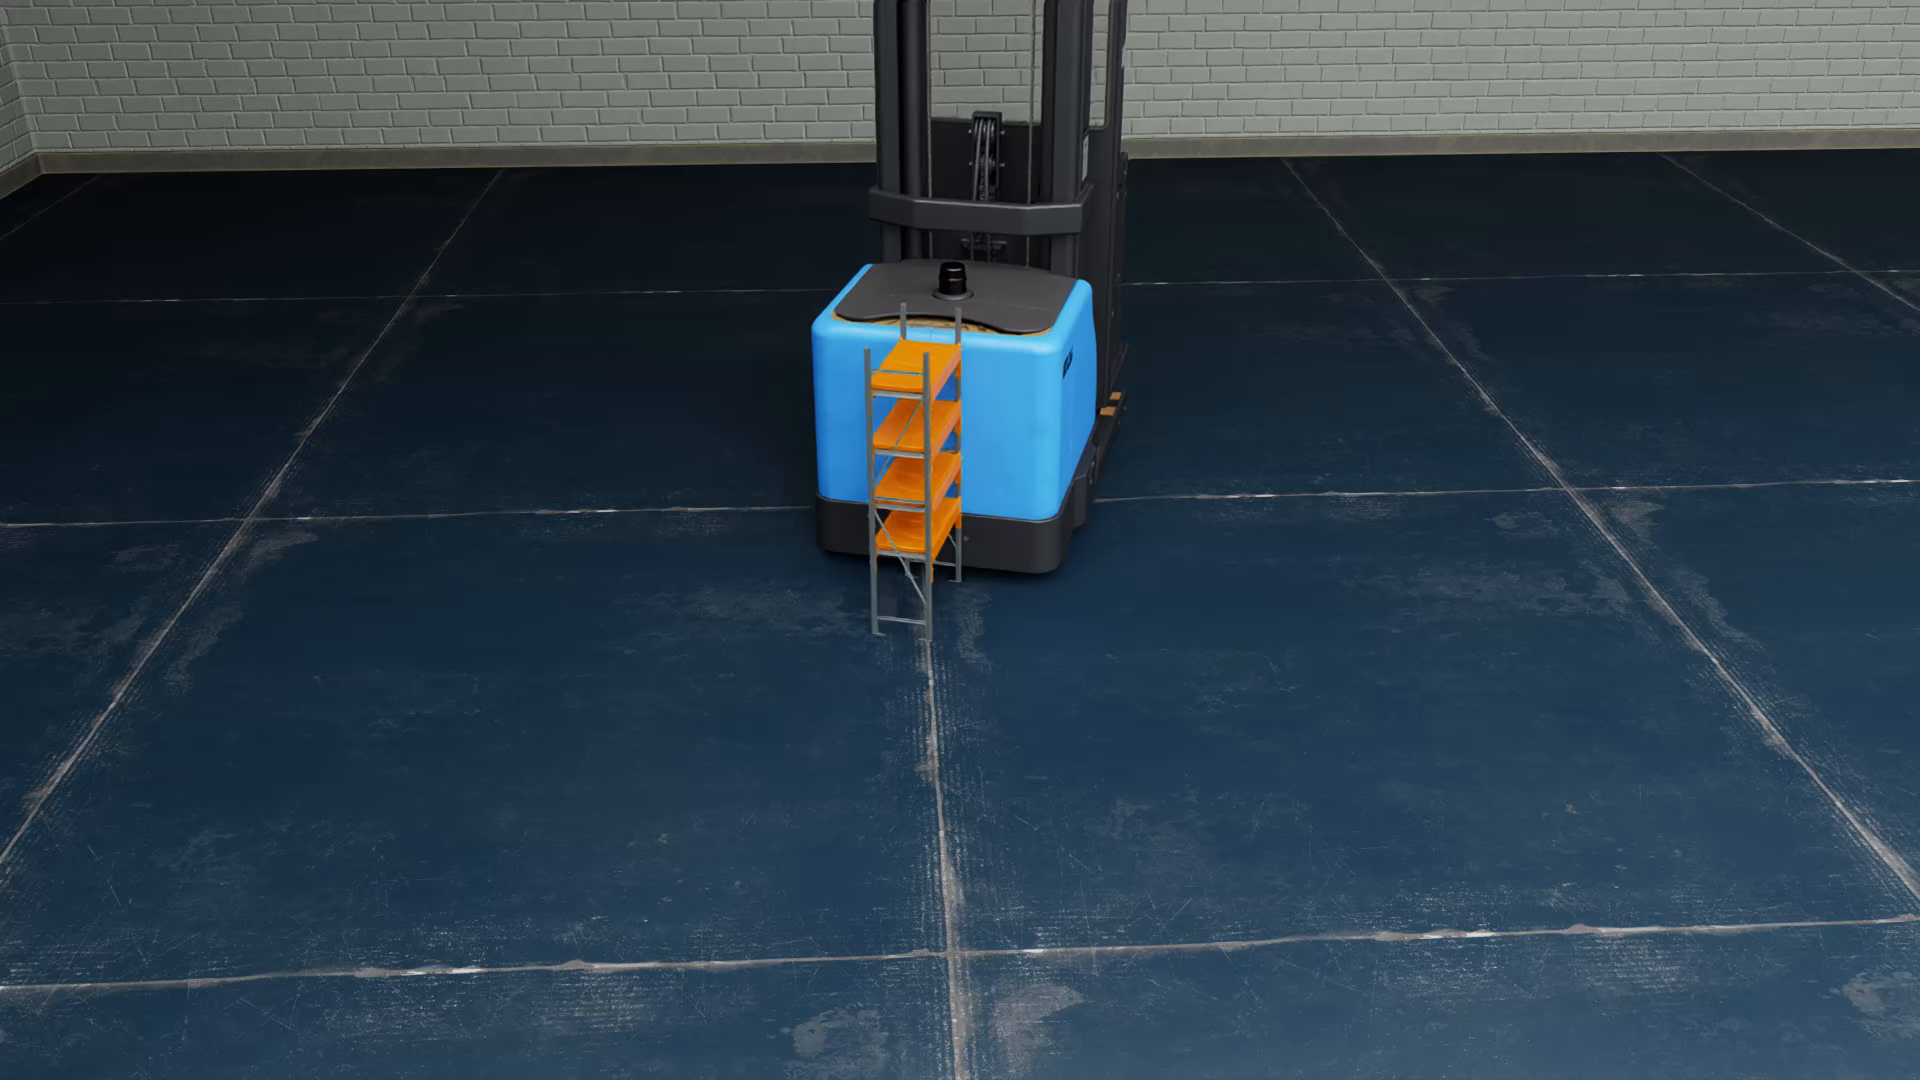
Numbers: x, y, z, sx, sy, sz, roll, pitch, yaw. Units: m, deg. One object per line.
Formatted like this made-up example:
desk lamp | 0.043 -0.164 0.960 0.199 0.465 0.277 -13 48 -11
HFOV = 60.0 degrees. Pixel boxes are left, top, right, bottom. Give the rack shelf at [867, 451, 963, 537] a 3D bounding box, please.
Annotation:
rack shelf | -0.170 -0.196 6.475 0.258 0.148 0.480 6 28 12

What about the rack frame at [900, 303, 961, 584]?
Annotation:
rack frame | -0.113 -0.366 6.654 0.240 1.200 0.015 6 28 12

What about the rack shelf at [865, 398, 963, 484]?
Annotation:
rack shelf | -0.170 -0.395 6.371 0.258 0.148 0.480 6 28 12

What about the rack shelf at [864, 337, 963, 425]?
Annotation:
rack shelf | -0.170 -0.605 6.262 0.258 0.148 0.480 6 28 12

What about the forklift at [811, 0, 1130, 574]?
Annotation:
forklift | 0.222 -1.824 7.578 1.130 2.935 3.031 6 28 12

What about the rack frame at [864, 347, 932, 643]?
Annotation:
rack frame | -0.227 -0.146 6.233 0.240 1.200 0.015 6 28 12

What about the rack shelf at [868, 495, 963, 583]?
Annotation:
rack shelf | -0.170 -0.020 6.567 0.258 0.148 0.480 6 28 12

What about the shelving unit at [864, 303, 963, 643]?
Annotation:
shelving unit | -0.170 -0.256 6.444 0.258 1.200 0.503 6 28 12
